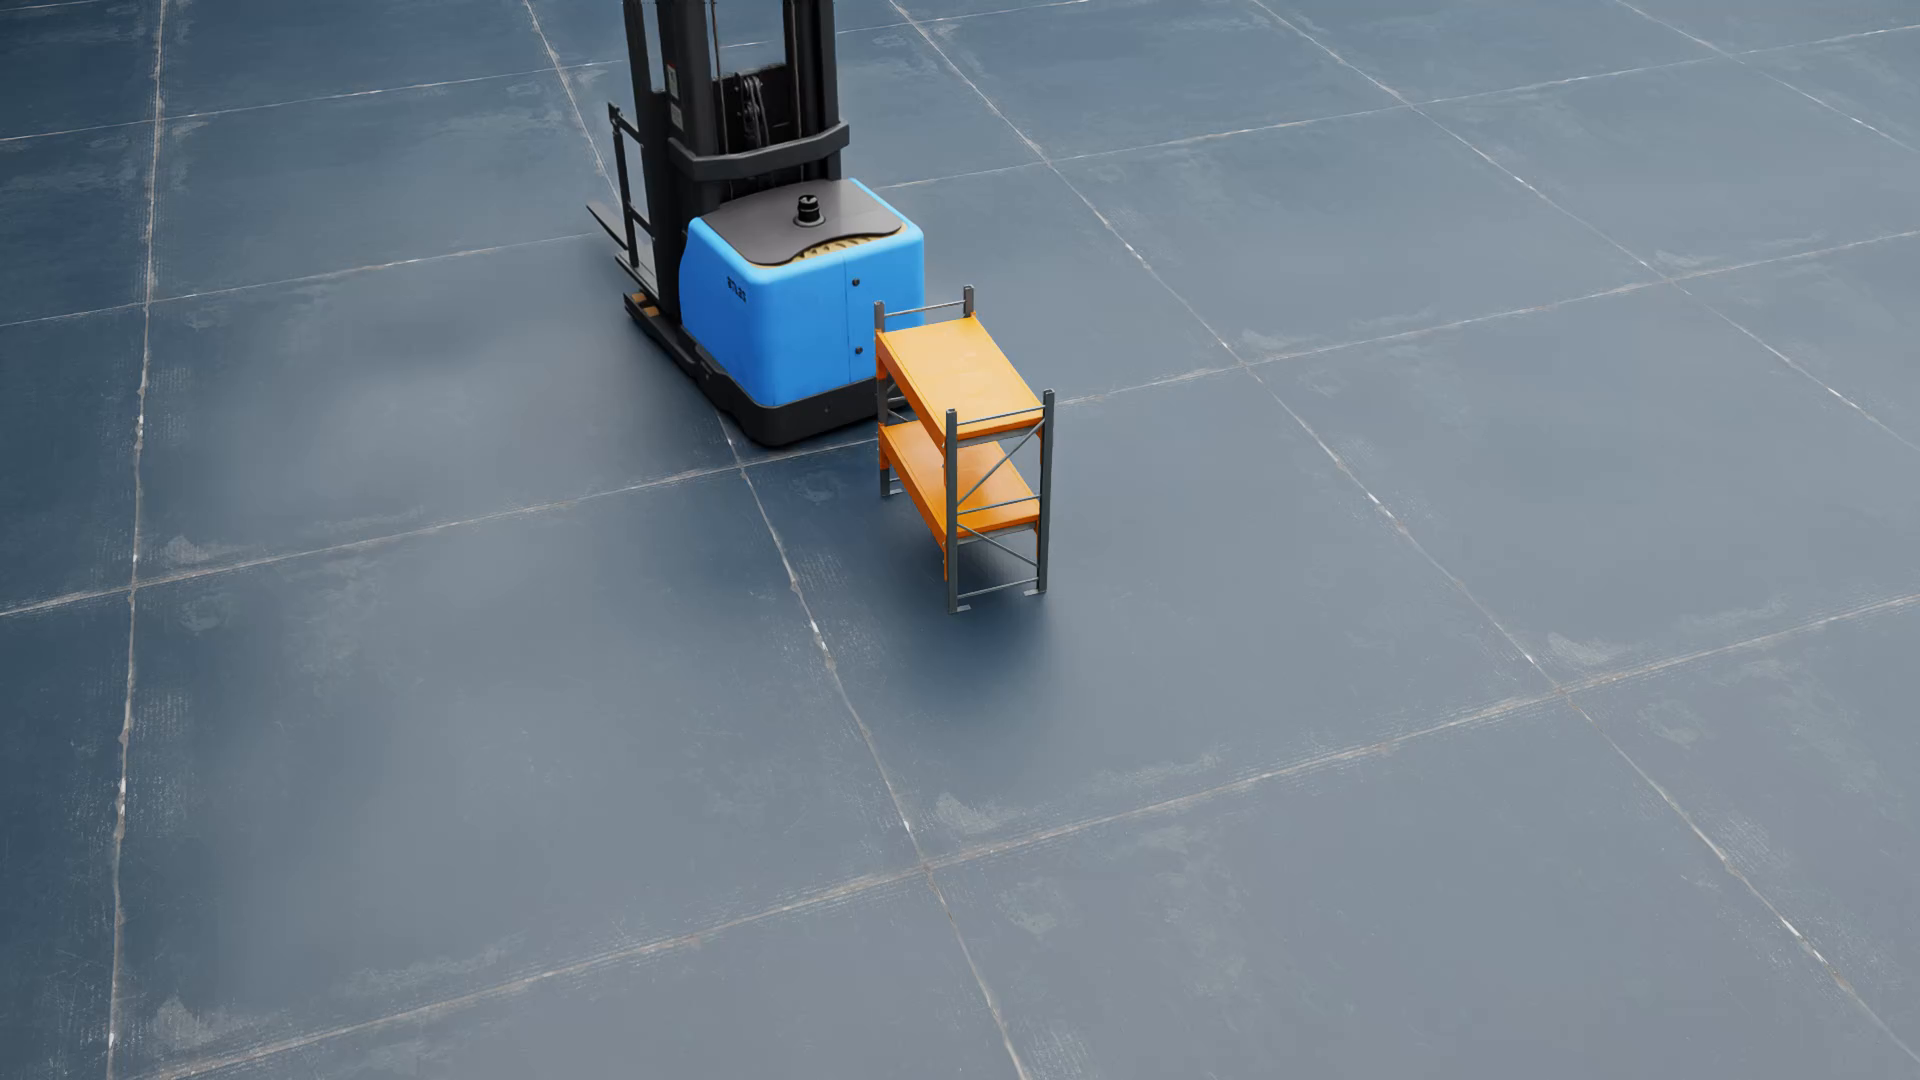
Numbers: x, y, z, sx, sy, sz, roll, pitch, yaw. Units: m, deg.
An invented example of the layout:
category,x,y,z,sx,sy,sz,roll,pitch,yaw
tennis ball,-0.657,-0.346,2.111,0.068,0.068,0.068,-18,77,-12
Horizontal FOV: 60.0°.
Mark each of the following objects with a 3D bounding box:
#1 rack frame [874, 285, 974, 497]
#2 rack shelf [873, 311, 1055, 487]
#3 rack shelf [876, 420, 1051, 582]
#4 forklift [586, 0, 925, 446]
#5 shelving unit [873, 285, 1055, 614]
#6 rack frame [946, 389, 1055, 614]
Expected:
category,x,y,z,sx,sy,sz,roll,pitch,yaw
rack frame,-0.173,-0.733,8.348,0.500,1.125,0.032,-12,39,-16
rack shelf,0.002,-0.679,7.791,0.538,0.278,1.000,-12,39,-16
rack shelf,0.002,-0.250,8.114,0.538,0.278,1.000,-12,39,-16
forklift,-1.371,-2.533,9.237,1.130,2.935,3.031,-20,41,-25
shelving unit,0.002,-0.445,7.967,0.538,1.125,1.048,-12,39,-16
rack frame,0.177,-0.158,7.586,0.500,1.125,0.032,-12,39,-16
